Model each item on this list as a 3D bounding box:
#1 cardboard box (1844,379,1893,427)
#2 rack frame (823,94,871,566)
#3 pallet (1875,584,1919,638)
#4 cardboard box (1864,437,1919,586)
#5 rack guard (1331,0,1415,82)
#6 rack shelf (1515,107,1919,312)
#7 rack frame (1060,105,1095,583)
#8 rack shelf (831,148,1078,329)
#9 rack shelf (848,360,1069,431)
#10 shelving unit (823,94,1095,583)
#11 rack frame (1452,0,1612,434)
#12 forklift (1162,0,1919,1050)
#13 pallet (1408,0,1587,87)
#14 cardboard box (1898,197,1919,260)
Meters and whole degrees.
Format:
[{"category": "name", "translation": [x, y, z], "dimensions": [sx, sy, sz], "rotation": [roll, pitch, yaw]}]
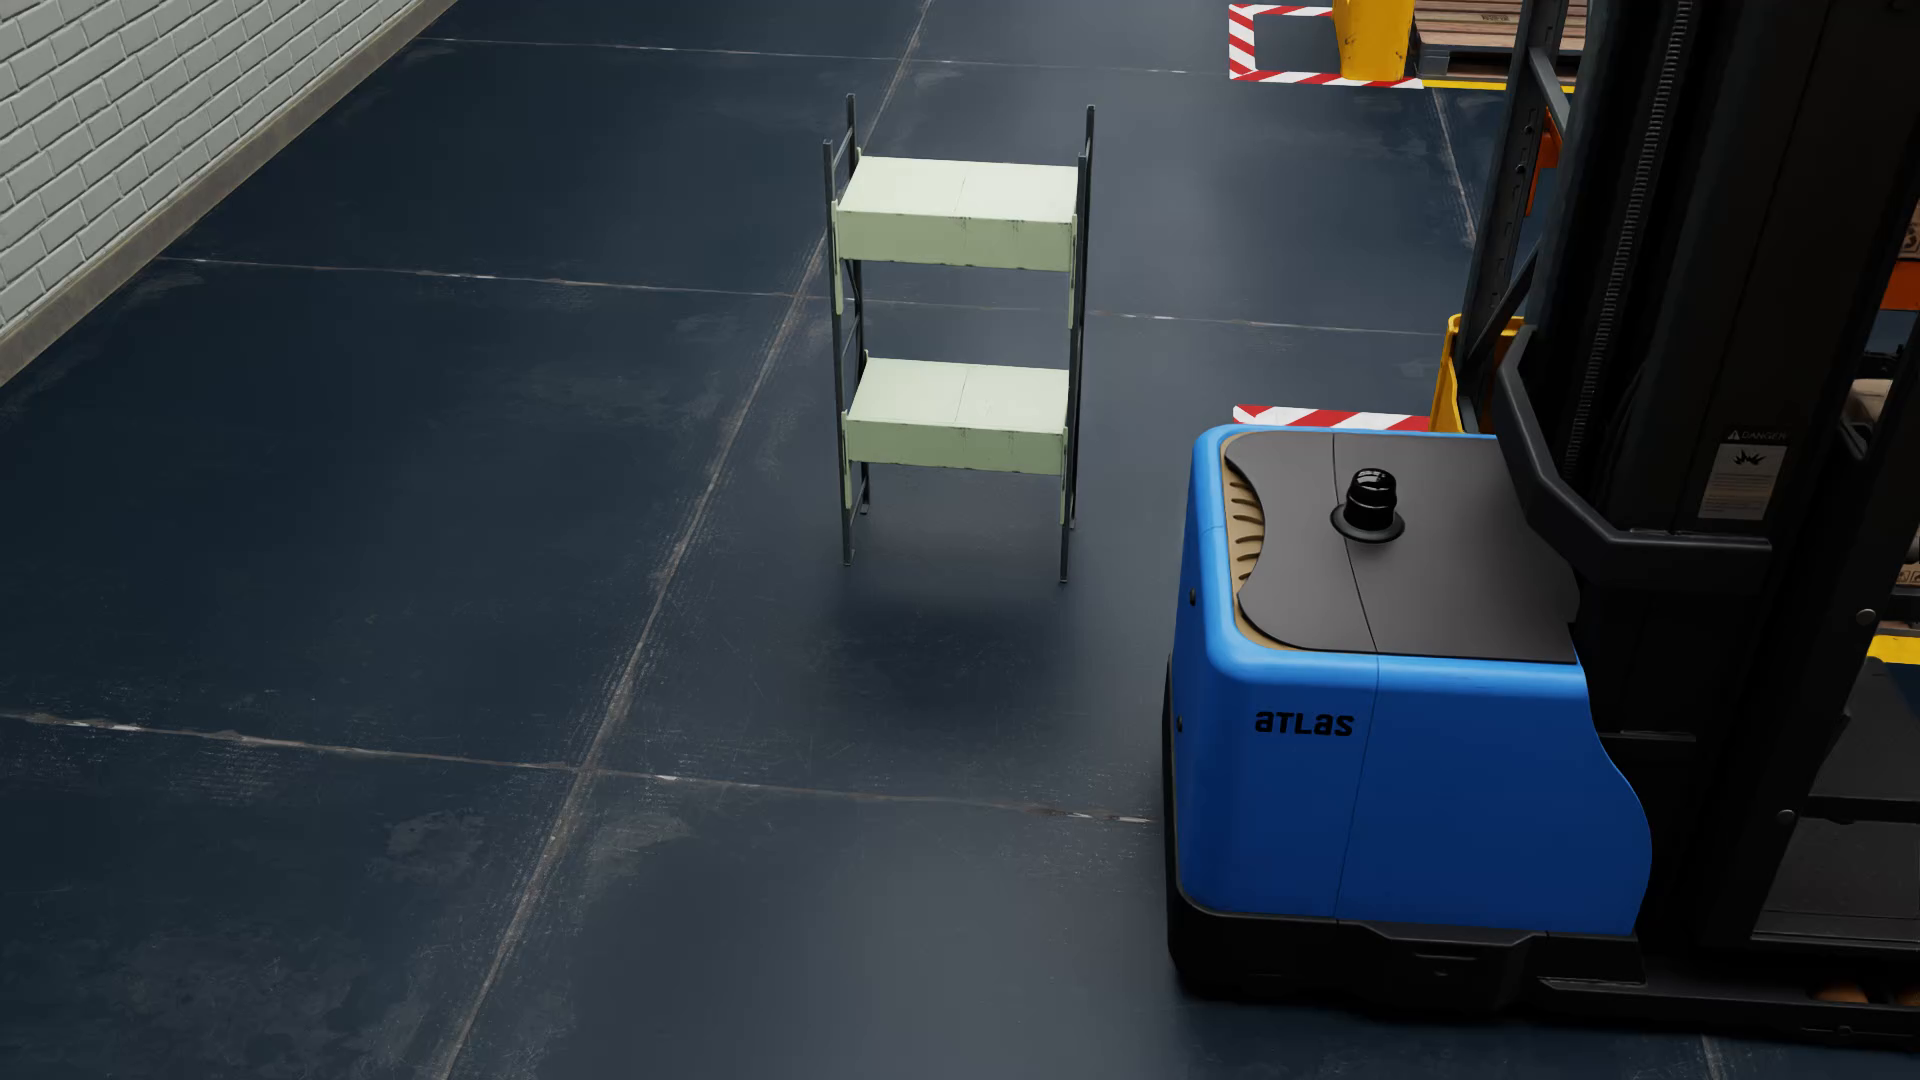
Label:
[{"category": "cardboard box", "translation": [3.300, -0.370, 5.675], "dimensions": [0.500, 0.250, 0.500], "rotation": [4, 36, 6]}, {"category": "rack frame", "translation": [-0.356, -0.637, 5.352], "dimensions": [0.023, 1.500, 0.400], "rotation": [4, 36, 6]}, {"category": "pallet", "translation": [2.658, -0.097, 5.705], "dimensions": [1.213, 0.211, 1.003], "rotation": [4, 36, 6]}, {"category": "cardboard box", "translation": [2.790, -0.116, 5.318], "dimensions": [0.500, 0.250, 0.500], "rotation": [4, 36, 6]}, {"category": "rack guard", "translation": [2.400, -3.127, 9.701], "dimensions": [0.348, 0.500, 1.175], "rotation": [4, 36, 6]}, {"category": "rack shelf", "translation": [3.775, -0.856, 4.986], "dimensions": [4.000, 0.370, 1.077], "rotation": [4, 36, 6]}, {"category": "rack frame", "translation": [0.370, -0.583, 5.276], "dimensions": [0.023, 1.500, 0.400], "rotation": [4, 36, 6]}, {"category": "rack shelf", "translation": [0.007, -0.928, 5.087], "dimensions": [0.720, 0.370, 0.431], "rotation": [4, 36, 6]}, {"category": "rack shelf", "translation": [0.007, -0.424, 5.446], "dimensions": [0.686, 0.124, 0.368], "rotation": [4, 36, 6]}, {"category": "shelving unit", "translation": [0.007, -0.610, 5.314], "dimensions": [0.755, 1.500, 0.431], "rotation": [4, 36, 6]}, {"category": "rack frame", "translation": [1.791, -1.296, 4.984], "dimensions": [0.127, 3.000, 1.000], "rotation": [4, 36, 6]}, {"category": "forklift", "translation": [2.069, -0.283, 3.623], "dimensions": [3.031, 2.935, 1.130], "rotation": [3, 36, 4]}, {"category": "pallet", "translation": [3.239, -2.932, 9.676], "dimensions": [1.213, 0.211, 1.003], "rotation": [4, 36, 6]}, {"category": "cardboard box", "translation": [2.710, -1.117, 4.647], "dimensions": [0.500, 0.500, 0.500], "rotation": [4, 36, 5]}]
